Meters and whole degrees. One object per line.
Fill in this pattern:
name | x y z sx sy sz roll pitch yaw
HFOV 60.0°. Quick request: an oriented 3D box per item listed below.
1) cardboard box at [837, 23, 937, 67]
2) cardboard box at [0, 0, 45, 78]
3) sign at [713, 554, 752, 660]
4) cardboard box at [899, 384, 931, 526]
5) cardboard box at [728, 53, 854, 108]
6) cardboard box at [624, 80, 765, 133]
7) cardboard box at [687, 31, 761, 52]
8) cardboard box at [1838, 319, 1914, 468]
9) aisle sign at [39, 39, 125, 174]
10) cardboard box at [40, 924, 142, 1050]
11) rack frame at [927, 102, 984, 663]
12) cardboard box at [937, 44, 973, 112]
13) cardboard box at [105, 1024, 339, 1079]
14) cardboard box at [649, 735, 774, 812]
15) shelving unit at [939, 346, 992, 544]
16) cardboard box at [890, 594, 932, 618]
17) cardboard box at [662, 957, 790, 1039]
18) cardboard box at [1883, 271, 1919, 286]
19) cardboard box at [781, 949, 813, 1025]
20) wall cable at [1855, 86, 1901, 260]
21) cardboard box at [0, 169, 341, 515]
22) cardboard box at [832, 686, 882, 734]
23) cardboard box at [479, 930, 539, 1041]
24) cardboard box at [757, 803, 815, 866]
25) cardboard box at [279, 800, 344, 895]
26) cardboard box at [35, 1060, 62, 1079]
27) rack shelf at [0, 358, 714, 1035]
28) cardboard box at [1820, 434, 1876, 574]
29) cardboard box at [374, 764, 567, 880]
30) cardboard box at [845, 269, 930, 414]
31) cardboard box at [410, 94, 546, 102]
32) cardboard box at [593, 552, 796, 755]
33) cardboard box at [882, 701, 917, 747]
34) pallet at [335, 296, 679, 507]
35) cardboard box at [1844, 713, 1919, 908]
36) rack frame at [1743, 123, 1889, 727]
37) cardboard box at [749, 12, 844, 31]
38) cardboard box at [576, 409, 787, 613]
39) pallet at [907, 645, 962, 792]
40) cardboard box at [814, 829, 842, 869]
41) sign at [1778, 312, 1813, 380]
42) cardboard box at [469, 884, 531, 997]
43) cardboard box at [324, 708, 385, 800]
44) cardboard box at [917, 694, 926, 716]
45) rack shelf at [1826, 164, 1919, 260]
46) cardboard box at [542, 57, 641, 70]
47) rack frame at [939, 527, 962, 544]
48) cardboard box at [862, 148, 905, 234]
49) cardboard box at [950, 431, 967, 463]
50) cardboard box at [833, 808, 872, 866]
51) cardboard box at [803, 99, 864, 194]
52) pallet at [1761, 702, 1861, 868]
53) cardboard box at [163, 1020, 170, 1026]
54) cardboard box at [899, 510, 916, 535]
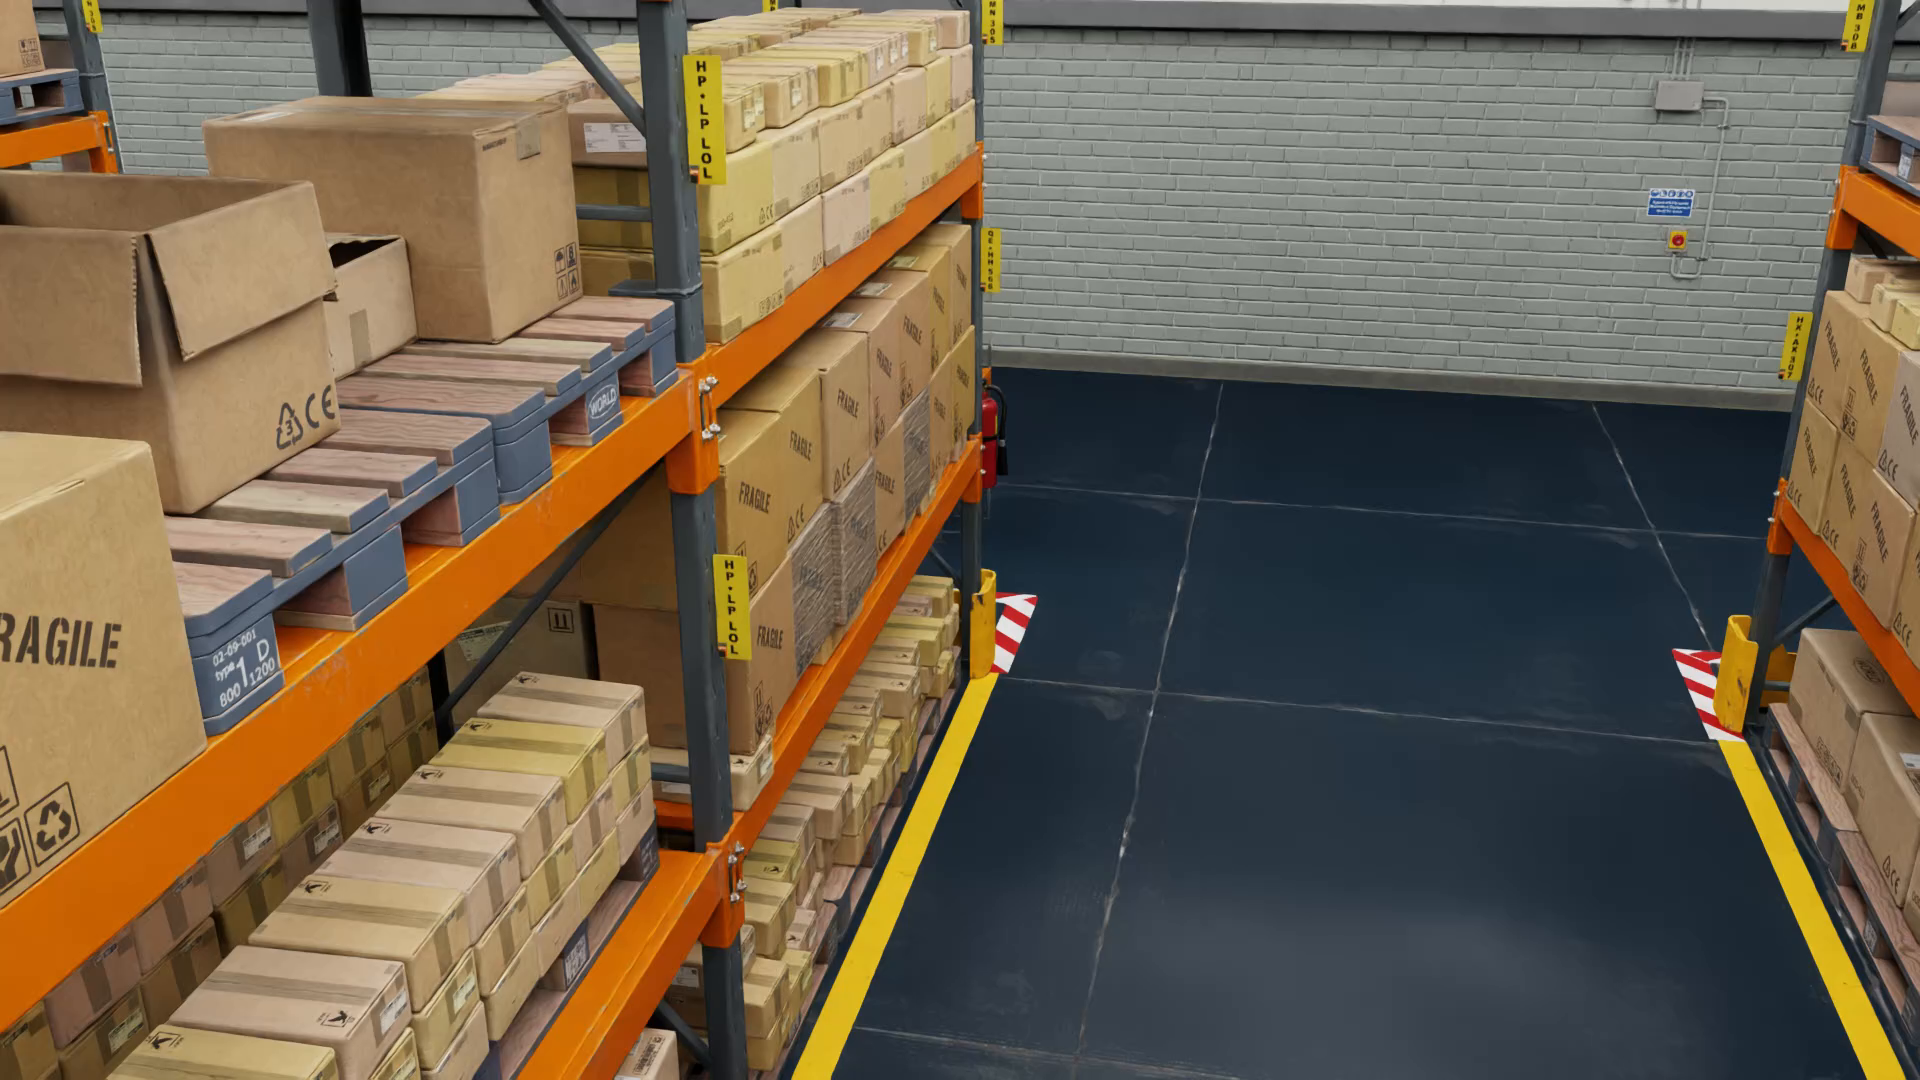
cardboard box | -0.311 -2.084 6.996 0.380 0.149 0.250 5 22 12
cardboard box | -5.273 -2.671 8.625 0.700 0.500 0.500 3 22 8
sign | -0.657 0.196 4.802 0.100 0.325 0.005 4 22 11
cardboard box | -0.429 -0.397 7.293 0.500 0.500 0.500 5 22 11
cardboard box | -0.589 -1.612 5.823 0.380 0.149 0.250 6 23 14
cardboard box | -0.821 -1.328 5.118 0.380 0.149 0.250 4 22 10
cardboard box | -1.017 -1.943 6.645 0.380 0.149 0.250 5 23 13
cardboard box | 4.006 -0.597 6.850 0.500 0.500 0.500 4 22 9
aisle sign | -4.911 -2.395 9.306 0.394 0.787 0.004 4 22 11
cardboard box | -1.994 0.920 3.533 0.380 0.149 0.250 5 23 13
rack frame | -0.385 -0.771 8.753 1.000 3.000 0.127 4 22 11
cardboard box | -0.230 -2.137 7.661 0.500 0.250 0.500 4 22 9
cardboard box | -1.412 1.075 3.148 0.380 0.149 0.250 4 22 10
cardboard box | -0.823 0.730 5.363 0.380 0.149 0.250 5 23 13
shelving unit | 0.034 -0.617 10.780 0.258 1.200 0.503 4 22 11
cardboard box | -0.352 0.381 8.350 0.380 0.149 0.250 5 22 12
cardboard box | -0.814 1.573 5.788 0.380 0.149 0.250 5 23 13
cardboard box | 4.155 -1.032 7.059 0.380 0.149 0.250 5 22 12
cardboard box | -0.758 1.614 6.086 0.380 0.149 0.250 5 22 13
wall cable | 7.000 -2.862 12.585 0.588 1.984 0.122 4 22 11
cardboard box | -1.645 -0.387 3.084 0.797 0.503 0.637 4 22 10
cardboard box | -0.558 0.766 7.395 0.380 0.149 0.250 4 22 9
cardboard box | -1.245 1.052 4.001 0.380 0.149 0.250 3 22 8
cardboard box | -0.779 1.144 6.456 0.380 0.149 0.250 4 22 10
cardboard box | -1.835 0.774 4.292 0.380 0.149 0.250 5 22 12
cardboard box | -2.049 1.157 3.342 0.380 0.149 0.250 4 22 10
rack shelf | -1.609 0.366 2.878 1.077 0.370 4.000 4 22 11
cardboard box | 4.027 -0.136 7.043 0.500 0.500 0.500 4 22 10
cardboard box | -1.200 0.692 4.098 0.380 0.149 0.250 4 22 9
cardboard box | -0.435 -0.857 7.095 0.500 0.500 0.500 6 23 14
cardboard box | -1.405 -1.182 4.756 0.380 0.149 0.250 3 22 9
cardboard box | -0.853 0.346 5.448 0.500 0.500 0.500 4 22 10
cardboard box | -0.410 0.814 7.673 0.380 0.149 0.250 5 22 12
pallet | -1.431 -0.395 4.055 1.213 0.211 1.003 4 22 11
cardboard box | 4.266 1.147 6.857 0.875 0.438 0.875 5 22 12
rack frame | 4.482 -0.431 7.908 1.000 3.000 0.127 4 22 11
cardboard box | -0.743 -2.317 7.573 0.380 0.149 0.250 5 23 13
cardboard box | -0.870 -0.103 5.223 0.500 0.500 0.500 5 22 12
pallet | -0.601 0.845 8.474 1.003 0.211 1.213 4 22 11
cardboard box | -0.698 1.185 6.752 0.380 0.149 0.250 6 23 13
sign | 3.940 -0.913 7.842 0.100 0.325 0.005 4 22 11
cardboard box | -1.246 0.924 3.921 0.380 0.149 0.250 4 22 9
cardboard box | -1.782 0.549 4.453 0.380 0.149 0.250 5 22 12
cardboard box | -0.380 0.757 8.213 0.380 0.149 0.250 4 22 11
rack shelf | 4.074 -0.757 5.665 1.077 0.370 4.000 4 22 11
cardboard box | -1.200 -1.564 5.704 0.380 0.149 0.250 4 22 9
rack frame | -0.016 -0.528 10.558 0.240 1.200 0.015 4 22 11
cardboard box | -0.519 -1.343 6.358 0.500 0.250 0.500 5 23 13
cardboard box | -0.175 -0.514 8.450 0.380 0.149 0.250 4 22 11
cardboard box | -0.587 1.233 7.030 0.380 0.149 0.250 4 22 9
cardboard box | -0.645 -1.384 5.792 0.500 0.250 0.500 5 22 12
pallet | 4.395 1.161 7.688 1.003 0.211 1.213 4 22 11
cardboard box | -1.941 1.100 3.880 0.380 0.149 0.250 3 22 9
cardboard box | -0.410 -0.144 7.531 0.380 0.149 0.250 3 22 9
